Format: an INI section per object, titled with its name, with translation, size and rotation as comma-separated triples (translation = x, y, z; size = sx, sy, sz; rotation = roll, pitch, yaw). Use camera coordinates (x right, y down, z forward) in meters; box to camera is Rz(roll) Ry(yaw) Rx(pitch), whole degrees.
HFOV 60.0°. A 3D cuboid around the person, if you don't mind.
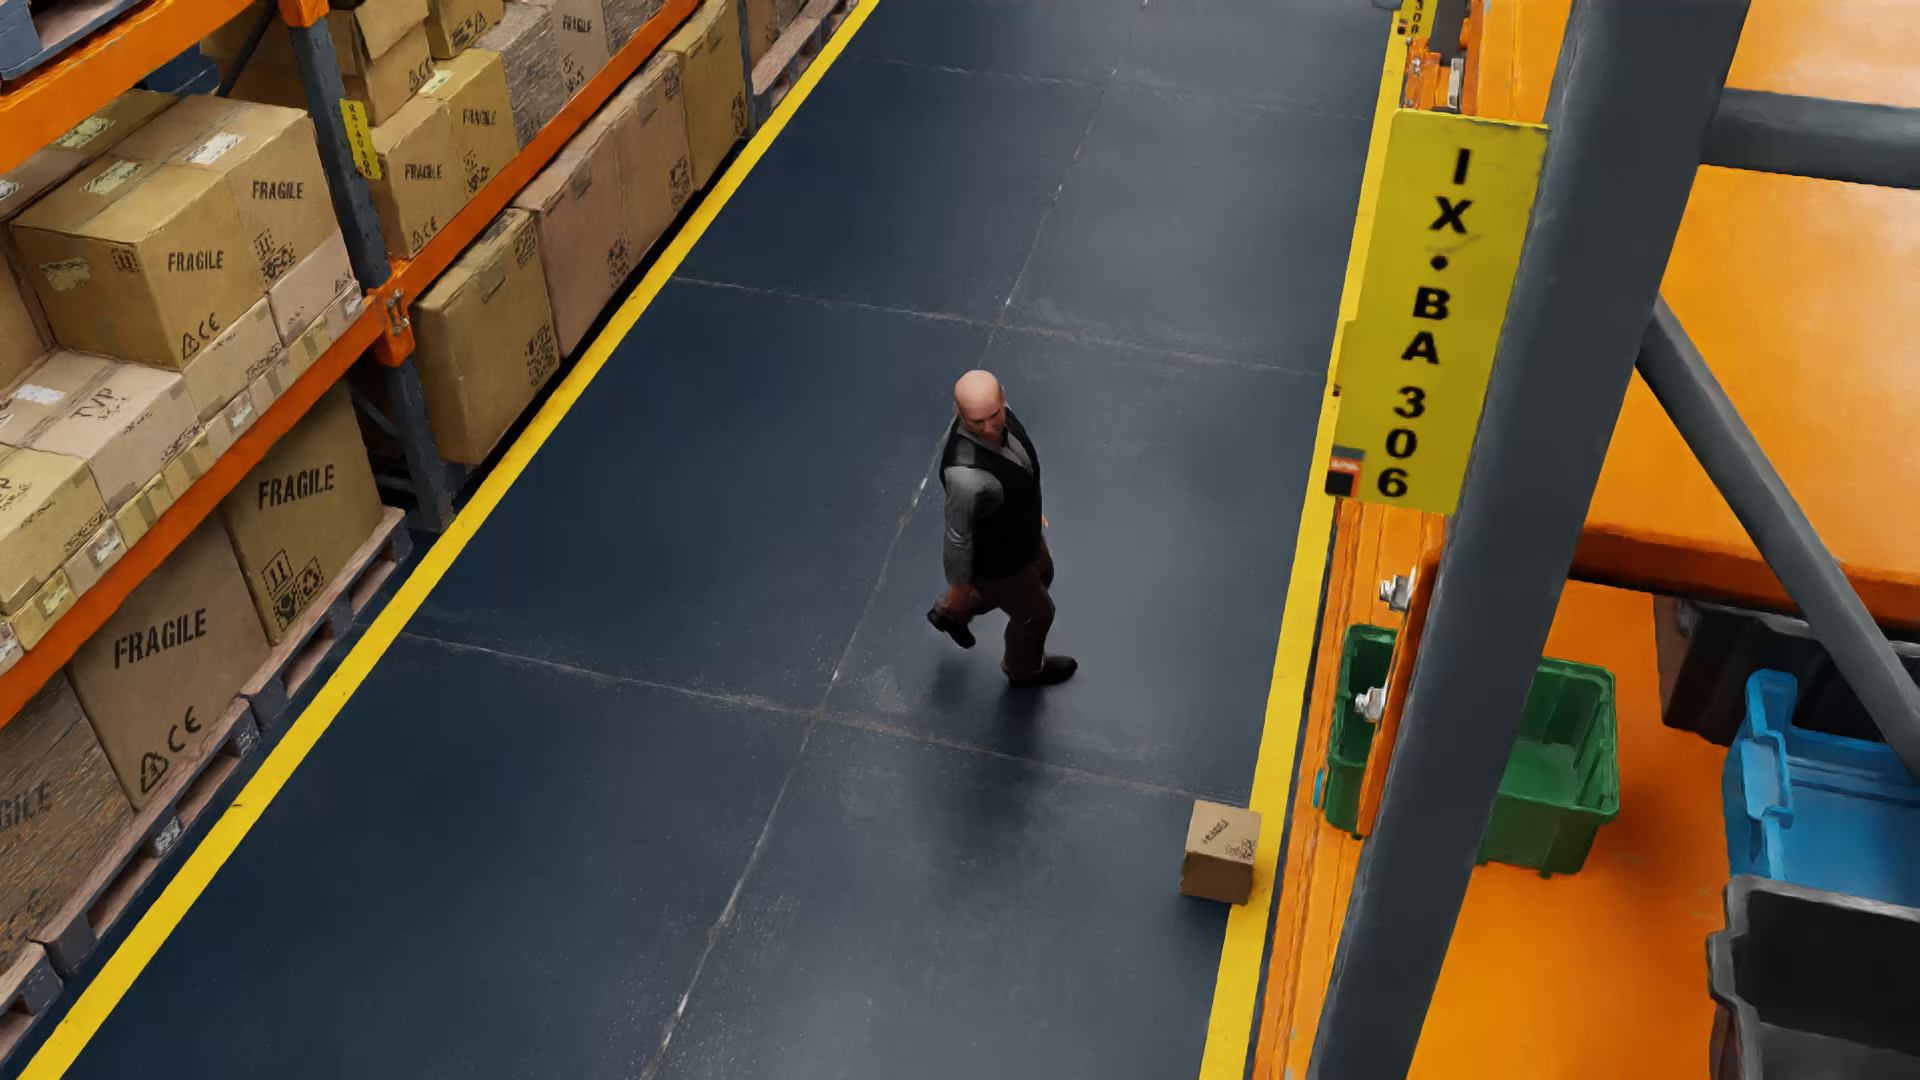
[person]
translation = 0.157, 0.018, 6.358
size = 0.636, 1.681, 0.580
rotation = 4, 41, 4
